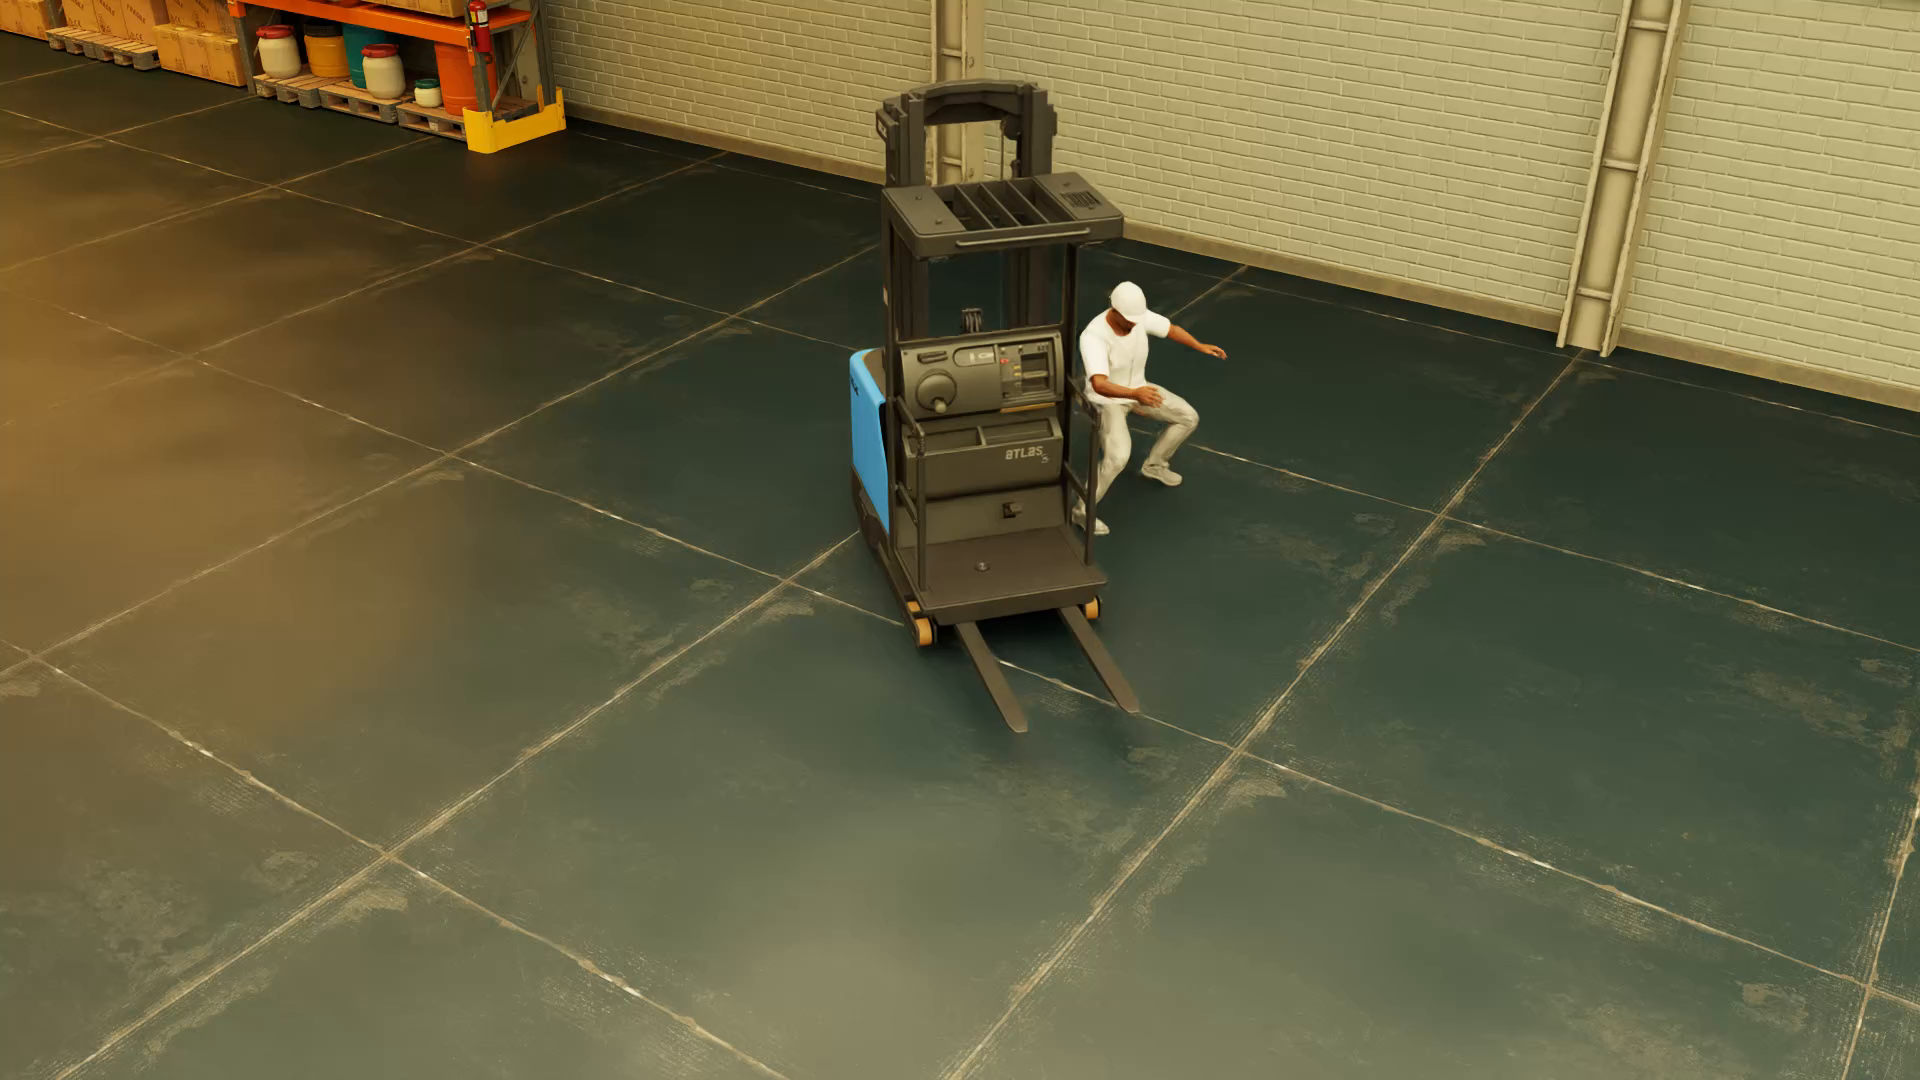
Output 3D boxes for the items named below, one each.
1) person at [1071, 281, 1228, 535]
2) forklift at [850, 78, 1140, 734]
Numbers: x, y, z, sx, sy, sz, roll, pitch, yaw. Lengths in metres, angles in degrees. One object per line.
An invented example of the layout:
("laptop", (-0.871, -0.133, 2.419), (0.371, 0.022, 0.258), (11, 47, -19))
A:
("person", (1.150, -0.896, 10.519), (1.022, 1.534, 0.782), (-21, 36, -32))
("forklift", (0.189, -0.879, 9.096), (1.130, 2.935, 3.031), (-8, 31, -14))
